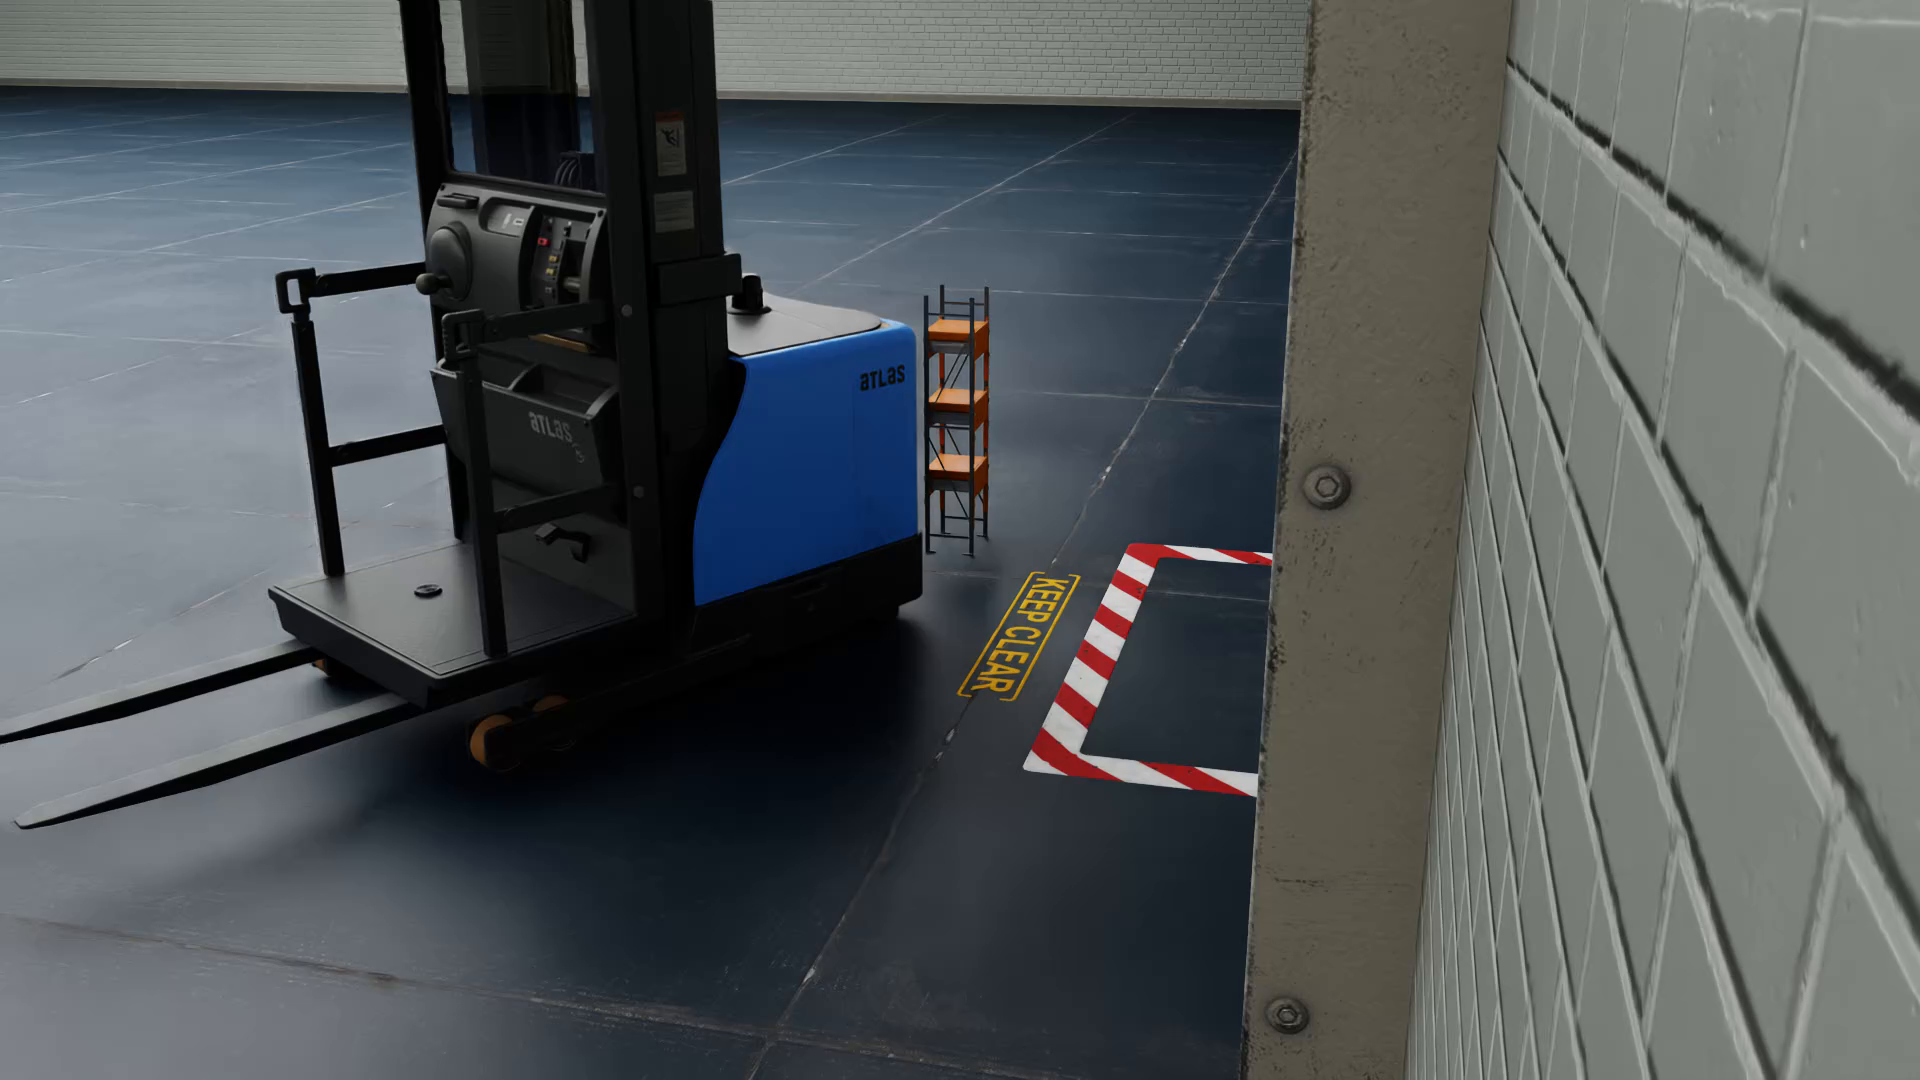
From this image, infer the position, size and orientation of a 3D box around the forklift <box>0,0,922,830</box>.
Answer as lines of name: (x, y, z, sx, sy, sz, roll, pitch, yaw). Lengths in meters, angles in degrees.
forklift: (-1.522, -0.888, 4.978, 1.130, 2.935, 3.031, 17, 25, 41)

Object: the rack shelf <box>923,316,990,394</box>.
rack shelf: (-0.013, -0.739, 6.605, 0.215, 0.259, 0.240, 5, 19, 13)

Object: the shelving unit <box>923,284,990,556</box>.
shelving unit: (-0.013, -0.480, 6.693, 0.215, 1.050, 0.252, 5, 19, 13)

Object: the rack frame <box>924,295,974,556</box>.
rack frame: (-0.043, -0.442, 6.581, 0.200, 1.050, 0.008, 5, 19, 13)

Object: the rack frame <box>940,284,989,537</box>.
rack frame: (0.017, -0.518, 6.805, 0.200, 1.050, 0.008, 5, 19, 13)

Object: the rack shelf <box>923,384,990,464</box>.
rack shelf: (-0.013, -0.470, 6.696, 0.215, 0.259, 0.240, 5, 19, 13)

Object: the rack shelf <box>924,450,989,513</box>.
rack shelf: (-0.013, -0.207, 6.786, 0.215, 0.259, 0.240, 5, 19, 13)
